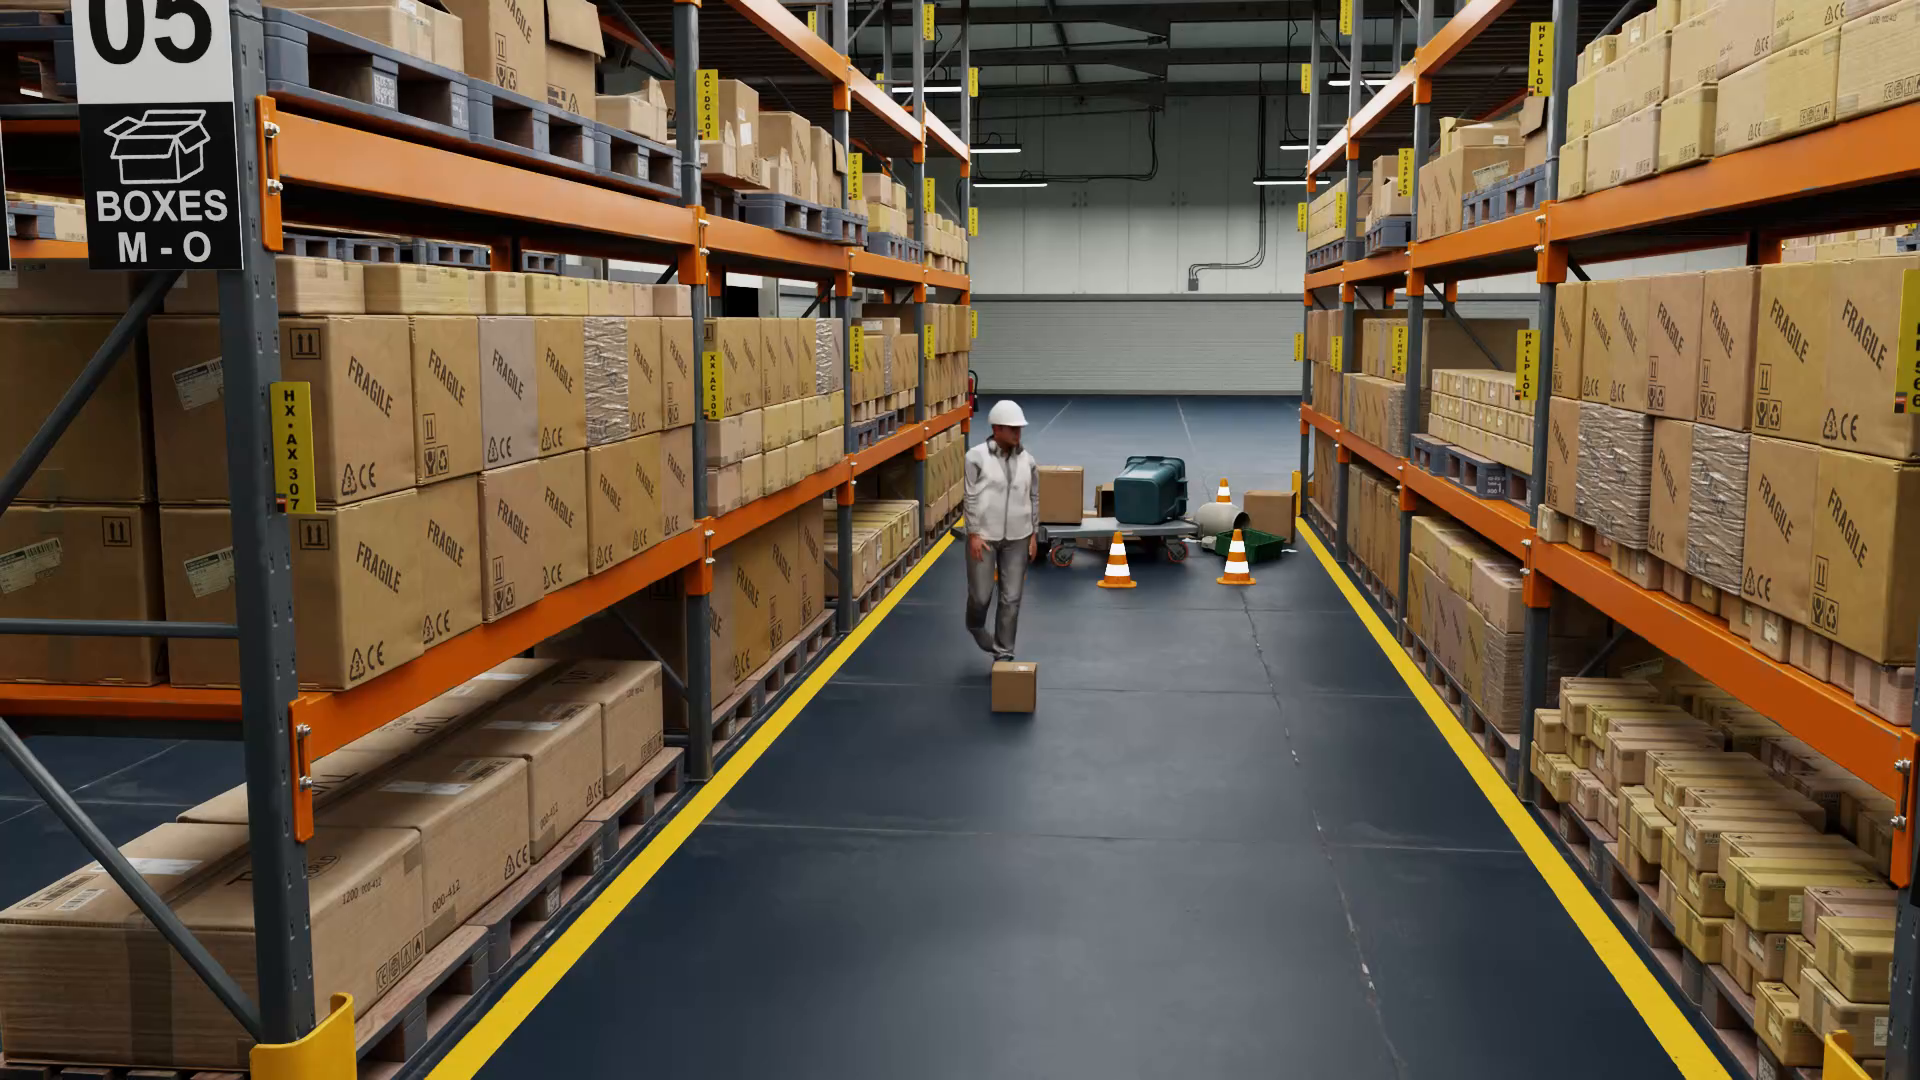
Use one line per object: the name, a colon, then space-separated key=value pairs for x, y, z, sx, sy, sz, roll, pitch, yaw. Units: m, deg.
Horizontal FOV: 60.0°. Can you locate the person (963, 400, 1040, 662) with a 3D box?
person: x=0.259 y=-0.029 z=10.842 sx=0.539 sy=1.769 sz=0.652 roll=-2 pitch=8 yaw=-14
